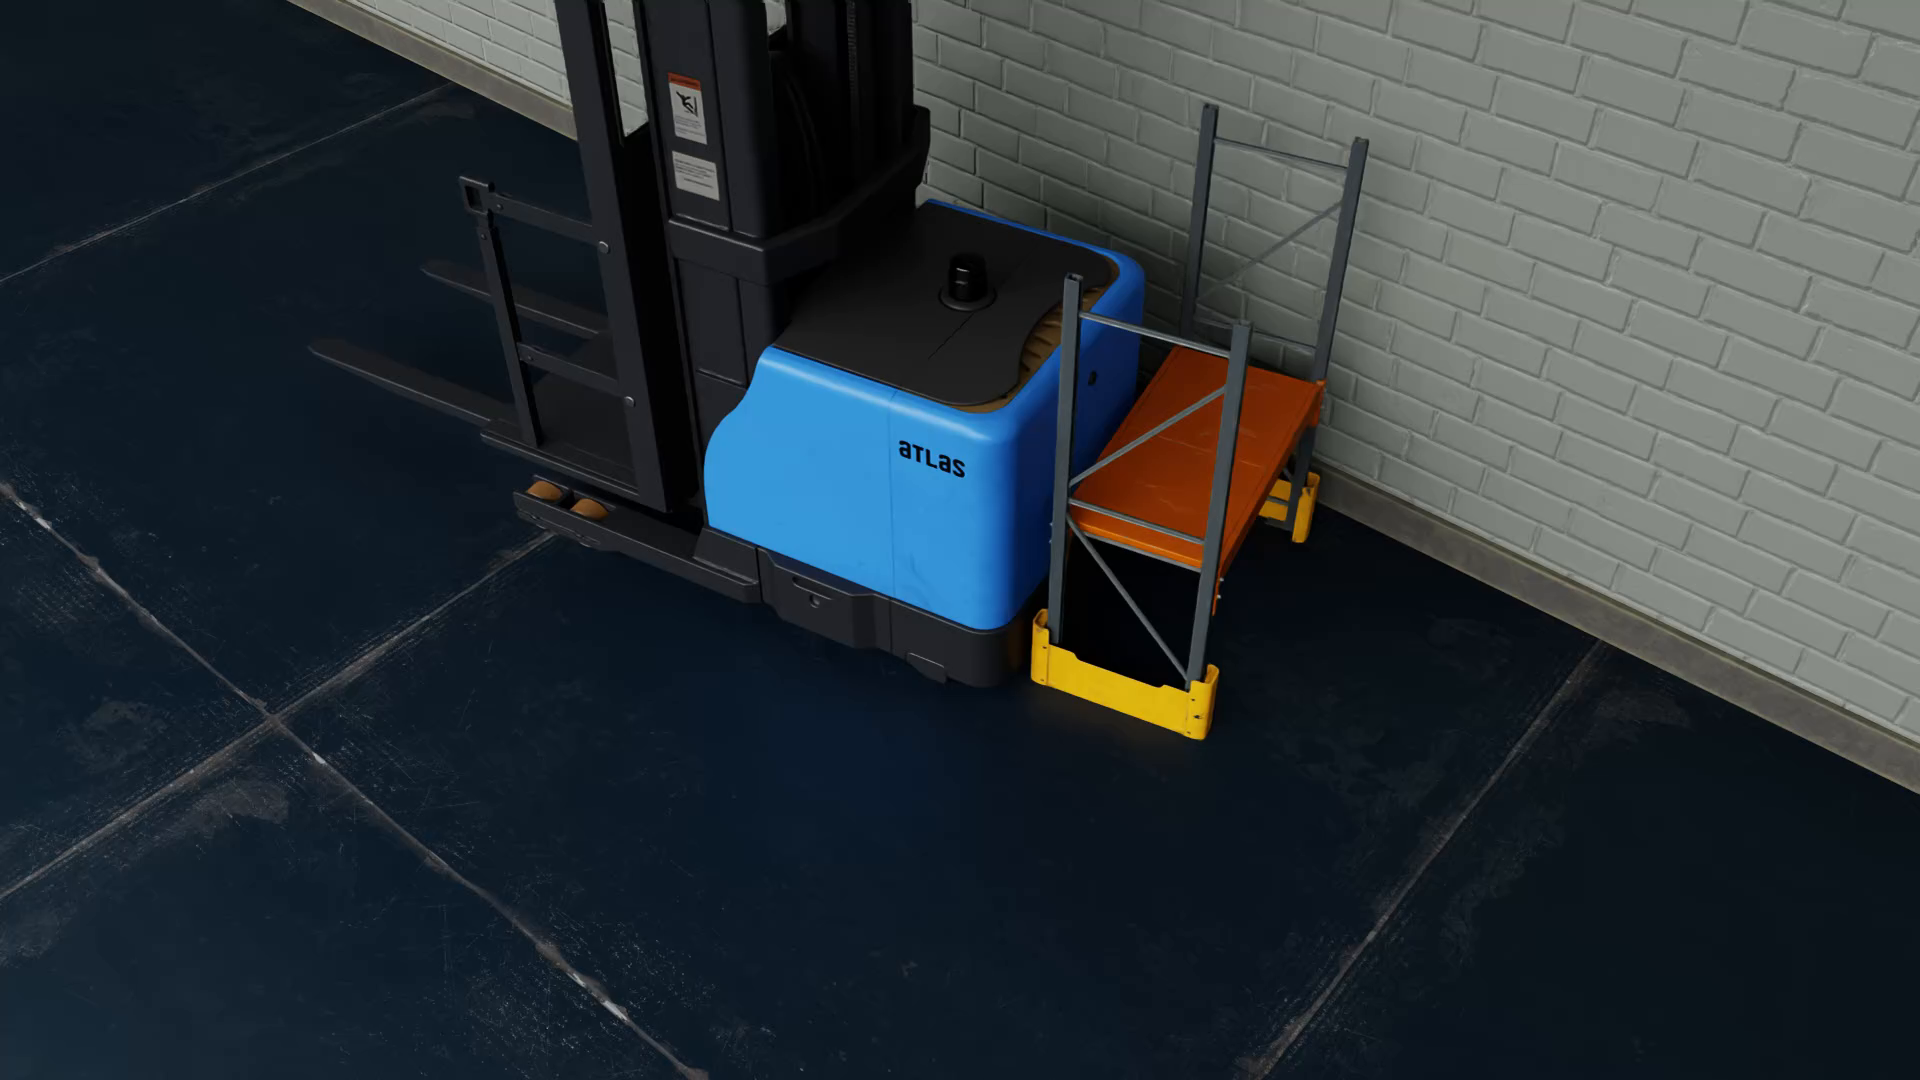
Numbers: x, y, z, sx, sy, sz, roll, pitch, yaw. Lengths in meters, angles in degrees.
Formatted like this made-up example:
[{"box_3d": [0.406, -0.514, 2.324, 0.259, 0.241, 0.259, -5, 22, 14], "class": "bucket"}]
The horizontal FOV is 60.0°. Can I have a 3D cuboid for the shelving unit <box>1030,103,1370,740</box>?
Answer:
[{"box_3d": [0.719, -0.351, 5.022, 0.587, 1.500, 1.083, 18, 45, 19], "class": "shelving unit"}]

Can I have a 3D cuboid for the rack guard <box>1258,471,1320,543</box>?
[{"box_3d": [0.941, -0.189, 5.772, 0.587, 0.250, 0.087, 18, 45, 19], "class": "rack guard"}]

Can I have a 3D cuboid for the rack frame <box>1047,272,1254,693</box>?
[{"box_3d": [0.497, -0.050, 4.691, 0.500, 1.500, 0.032, 18, 45, 19], "class": "rack frame"}]

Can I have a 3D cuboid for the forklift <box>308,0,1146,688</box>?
[{"box_3d": [-0.955, -1.349, 5.054, 3.031, 2.935, 1.130, 20, 46, 21], "class": "forklift"}]

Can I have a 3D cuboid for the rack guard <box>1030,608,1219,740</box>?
[{"box_3d": [0.498, 0.411, 5.112, 0.587, 0.250, 0.087, 18, 45, 19], "class": "rack guard"}]

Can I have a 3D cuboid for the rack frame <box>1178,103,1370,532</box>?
[{"box_3d": [0.949, -0.663, 5.365, 0.500, 1.500, 0.032, 18, 45, 19], "class": "rack frame"}]

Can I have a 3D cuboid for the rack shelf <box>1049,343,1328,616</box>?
[{"box_3d": [0.723, -0.224, 5.149, 0.538, 0.185, 1.000, 18, 45, 19], "class": "rack shelf"}]
